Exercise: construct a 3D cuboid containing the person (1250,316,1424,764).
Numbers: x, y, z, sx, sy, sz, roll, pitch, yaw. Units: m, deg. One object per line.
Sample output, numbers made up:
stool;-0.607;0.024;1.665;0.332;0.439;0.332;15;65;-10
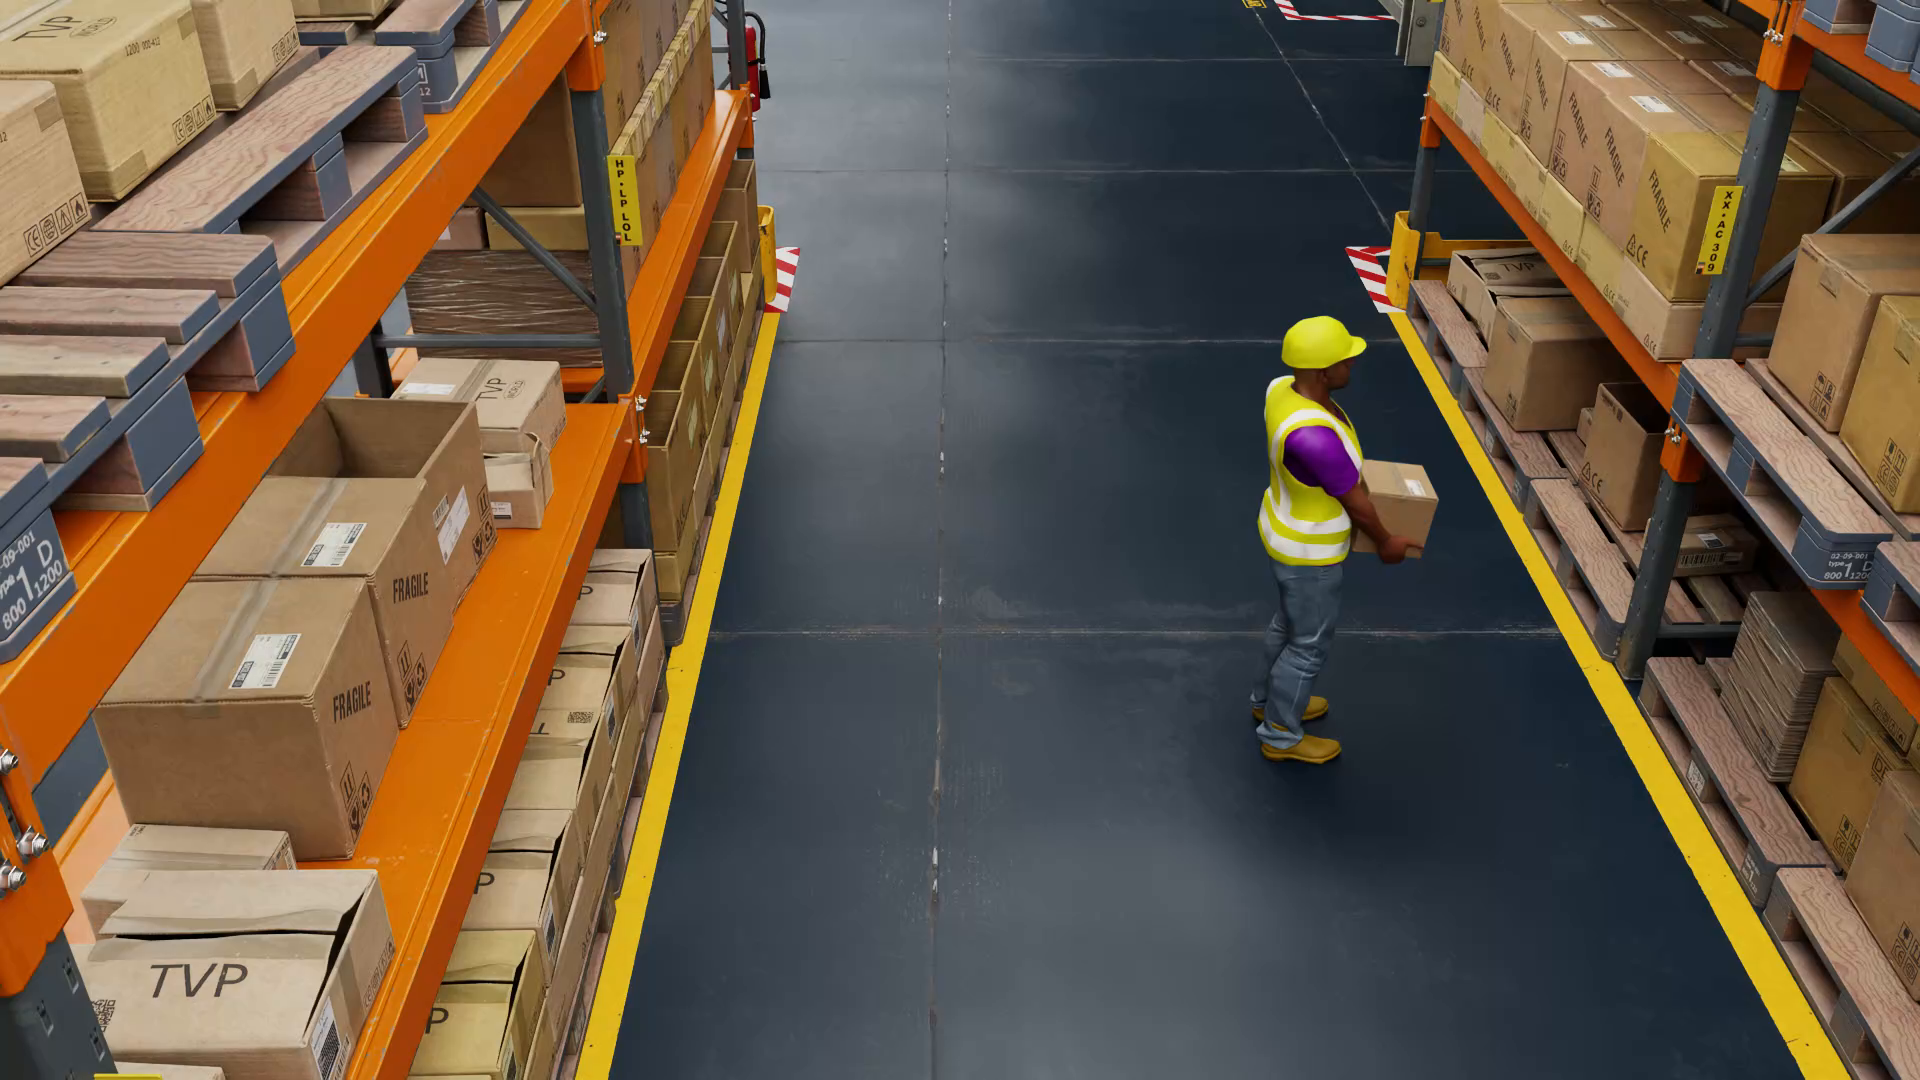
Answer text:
person;1.372;0.002;6.113;0.581;1.761;0.504;0;31;1
